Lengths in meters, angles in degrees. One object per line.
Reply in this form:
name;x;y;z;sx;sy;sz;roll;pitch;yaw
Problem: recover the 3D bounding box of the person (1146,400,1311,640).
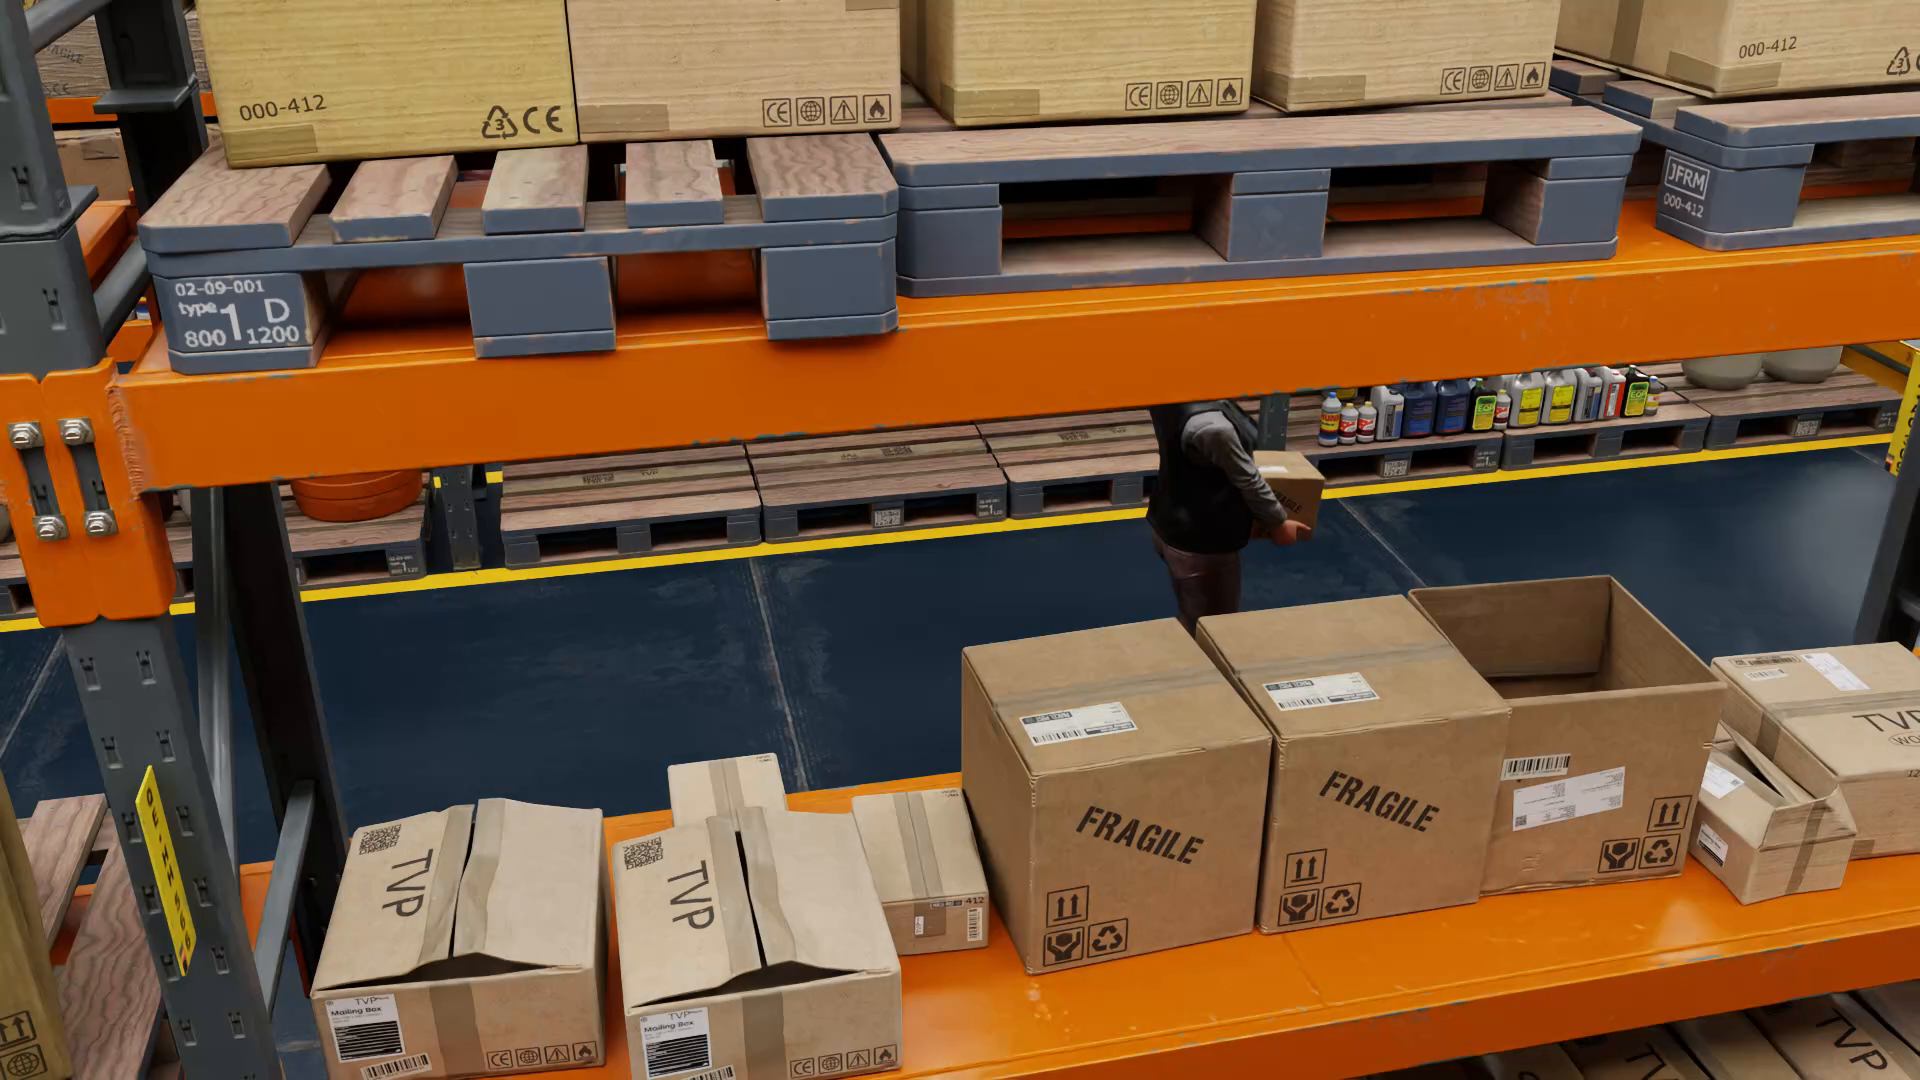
person;0.977;-0.015;6.181;0.554;1.716;0.494;-5;27;-11
